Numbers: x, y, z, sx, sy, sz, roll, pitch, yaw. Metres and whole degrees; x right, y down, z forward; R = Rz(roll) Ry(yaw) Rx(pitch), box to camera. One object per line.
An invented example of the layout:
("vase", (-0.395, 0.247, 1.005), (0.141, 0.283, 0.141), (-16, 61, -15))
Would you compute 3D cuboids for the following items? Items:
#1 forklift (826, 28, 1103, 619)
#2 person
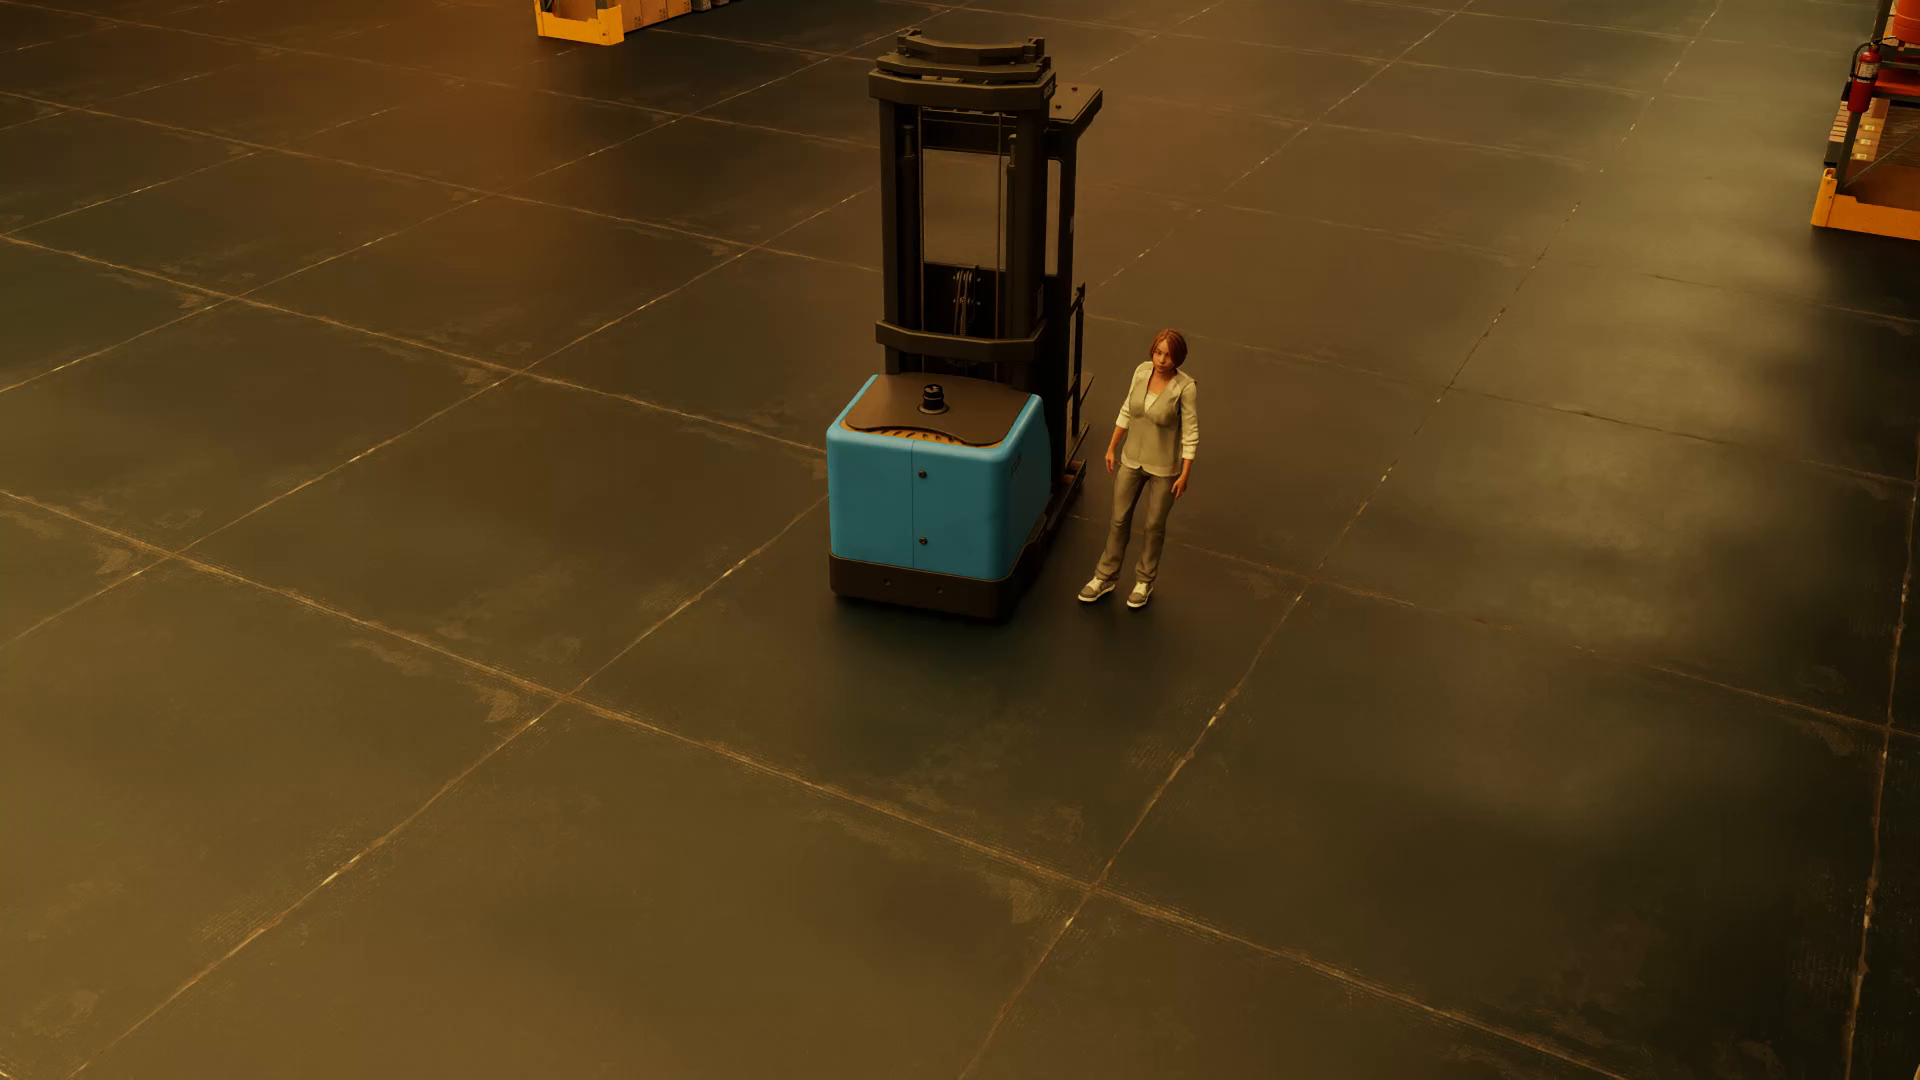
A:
("forklift", (0.174, -1.562, 9.777), (1.130, 2.935, 3.031), (8, 31, 14))
("person", (0.994, -0.369, 9.031), (0.520, 1.600, 0.473), (19, 35, 29))
